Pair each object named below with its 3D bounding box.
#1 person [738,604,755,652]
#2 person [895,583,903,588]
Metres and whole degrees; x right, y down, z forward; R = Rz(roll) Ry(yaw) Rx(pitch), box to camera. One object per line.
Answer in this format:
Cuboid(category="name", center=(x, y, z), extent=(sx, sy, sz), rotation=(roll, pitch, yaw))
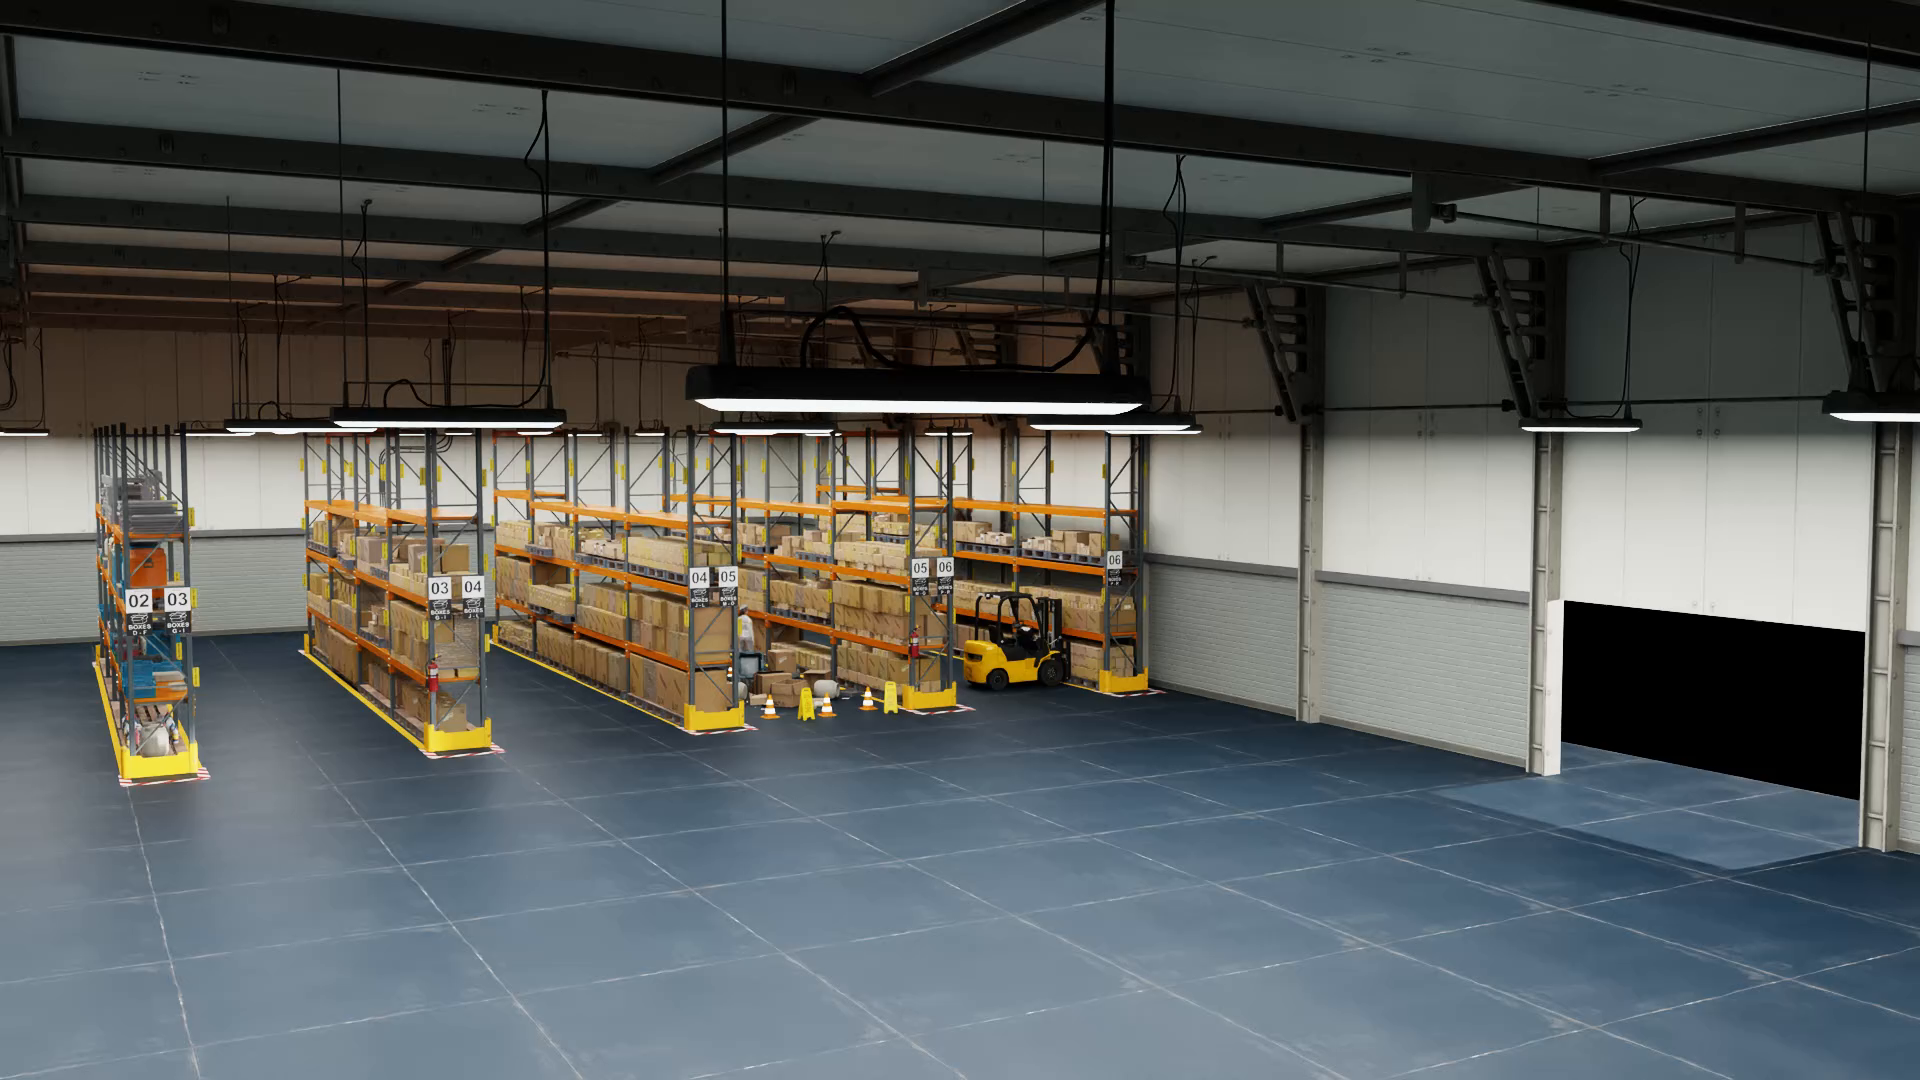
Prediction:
Cuboid(category="person", center=(-5.255, 2.417, 40.722), extent=(0.492, 1.698, 0.406), rotation=(1, 4, 13))
Cuboid(category="person", center=(-1.587, 1.998, 44.024), extent=(0.654, 1.783, 0.436), rotation=(2, 4, 31))
